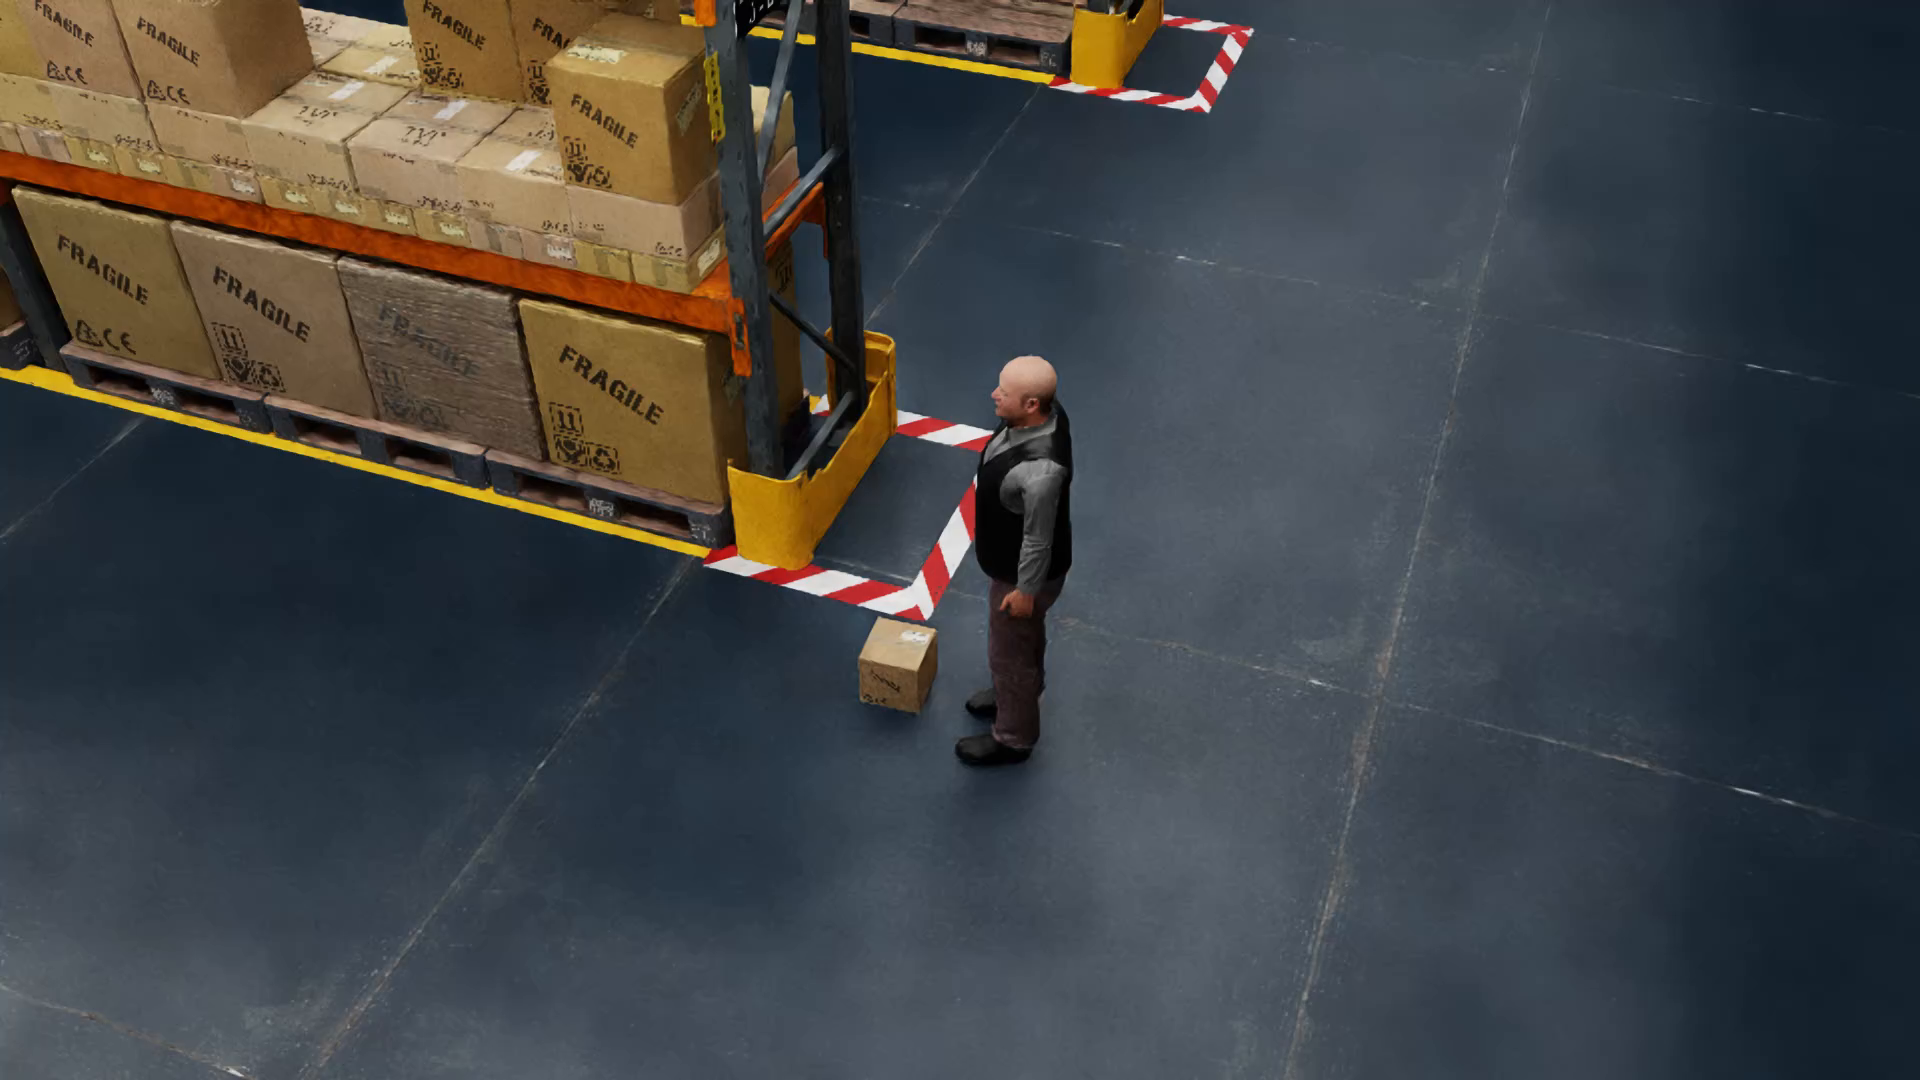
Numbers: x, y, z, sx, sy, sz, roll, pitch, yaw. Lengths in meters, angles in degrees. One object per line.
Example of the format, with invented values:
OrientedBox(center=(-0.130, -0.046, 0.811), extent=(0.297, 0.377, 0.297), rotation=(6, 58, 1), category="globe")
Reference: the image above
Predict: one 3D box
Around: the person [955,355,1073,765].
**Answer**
OrientedBox(center=(0.196, 0.051, 6.103), extent=(0.423, 1.730, 0.563), rotation=(1, 41, 1), category="person")
